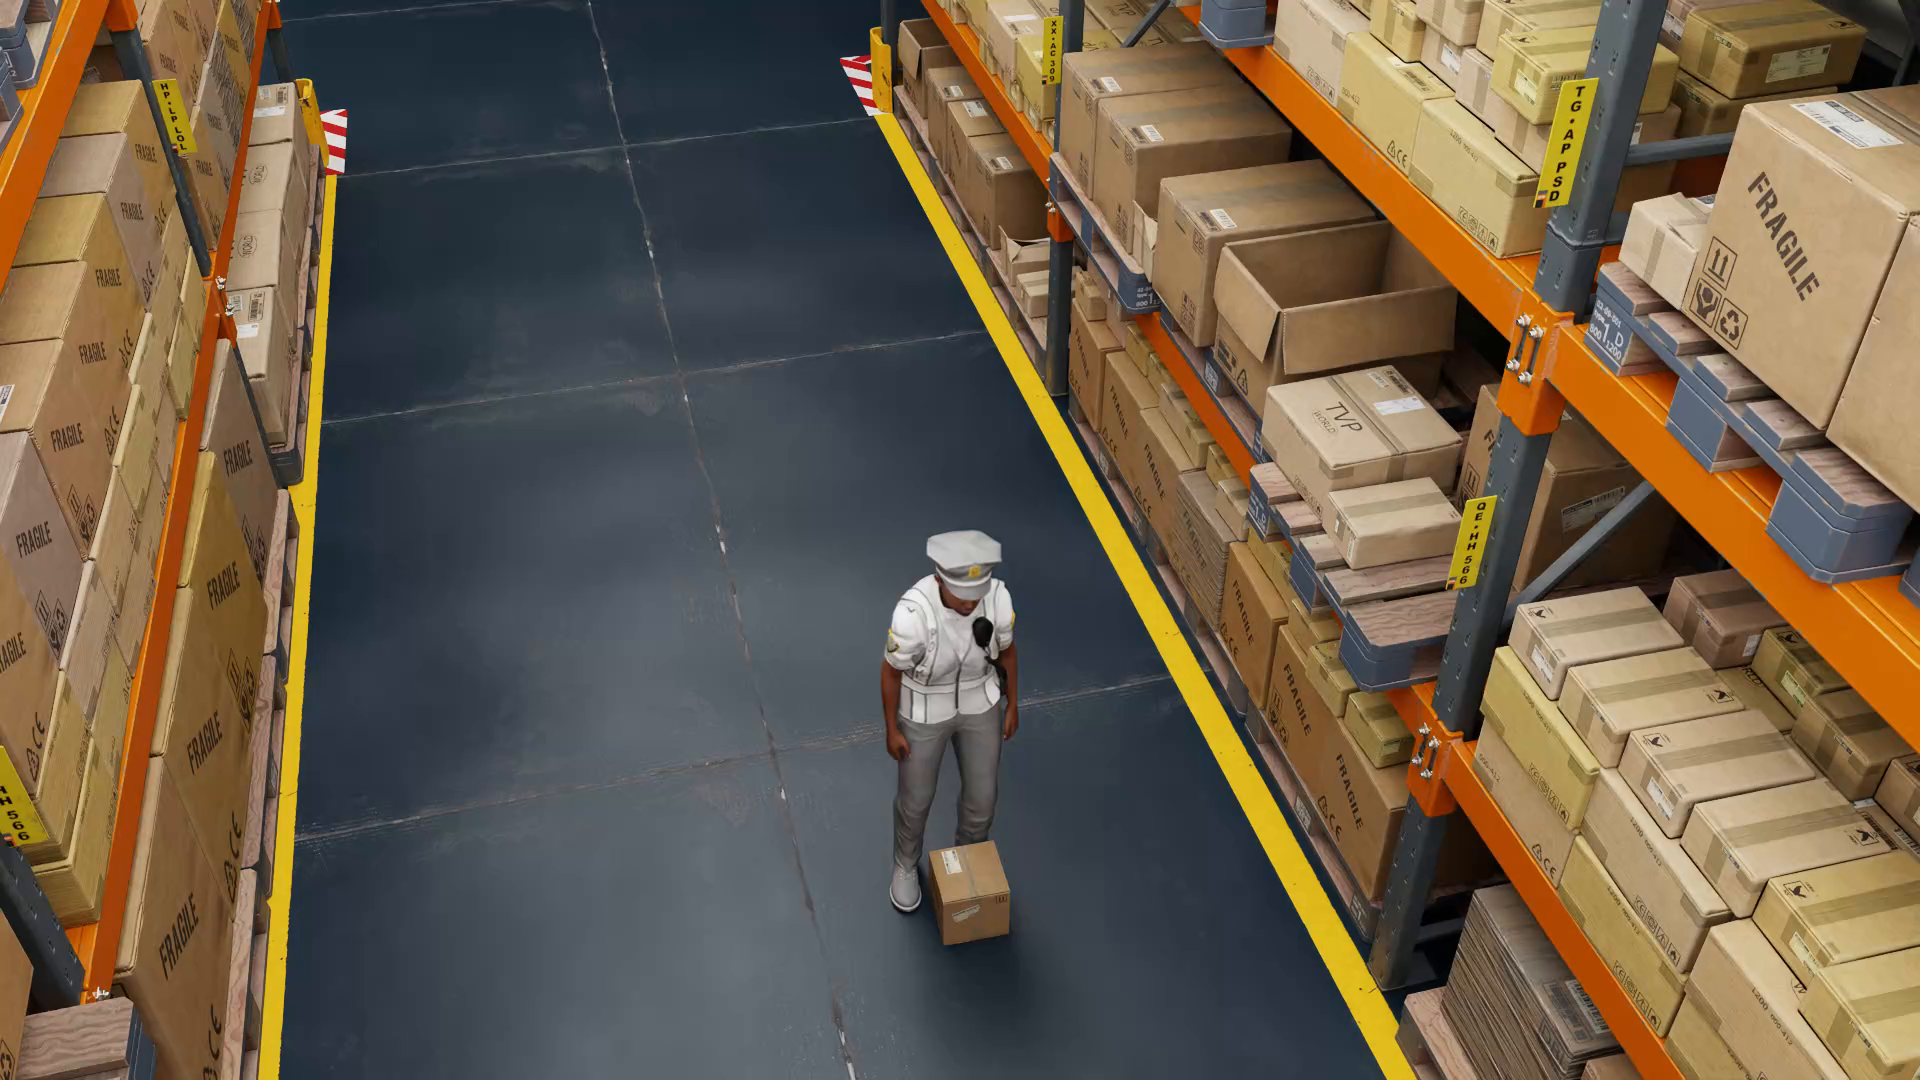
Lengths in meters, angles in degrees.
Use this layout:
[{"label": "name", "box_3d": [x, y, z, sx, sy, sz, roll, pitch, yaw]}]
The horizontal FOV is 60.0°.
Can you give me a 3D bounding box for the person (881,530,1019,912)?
[{"label": "person", "box_3d": [-0.035, 0.632, 5.918, 0.518, 1.658, 0.417, -10, 40, -13]}]
